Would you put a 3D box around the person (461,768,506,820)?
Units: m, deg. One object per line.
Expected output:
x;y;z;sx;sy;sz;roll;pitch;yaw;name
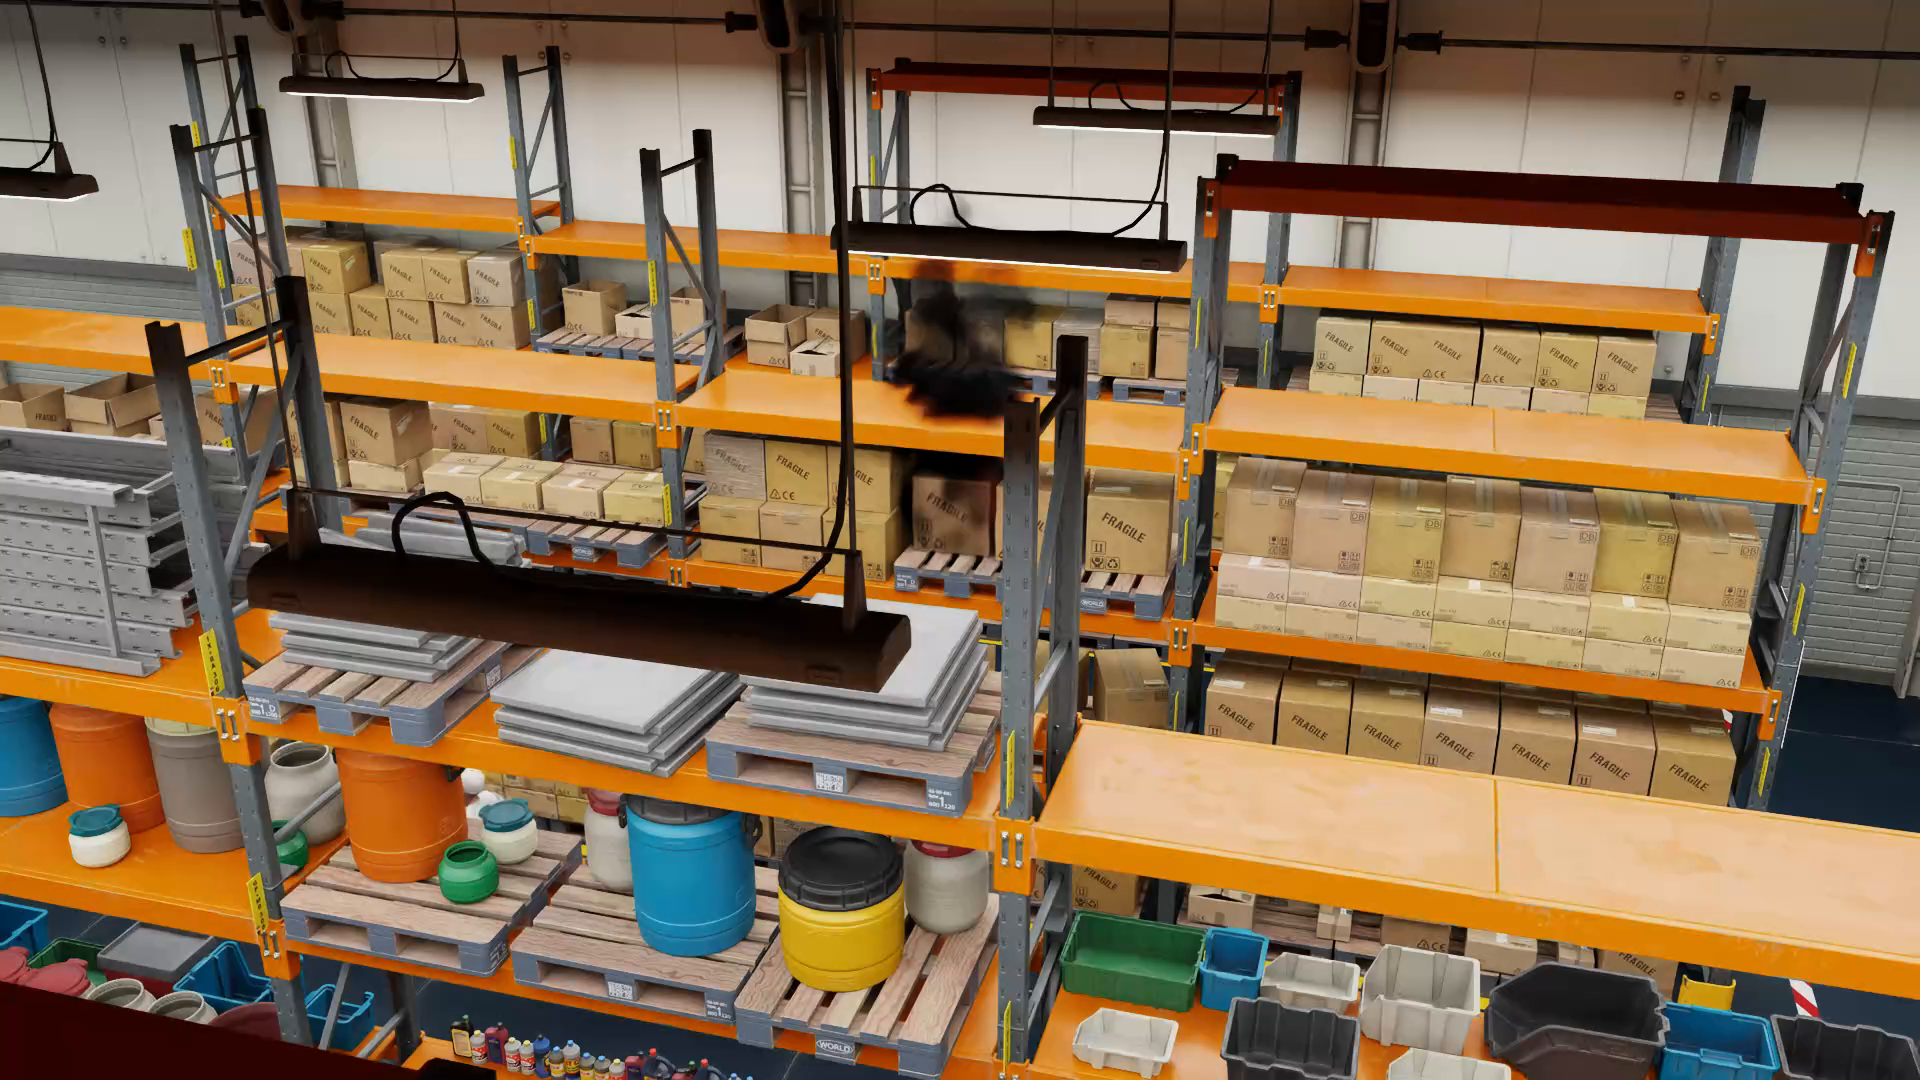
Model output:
-3.494;2.398;11.948;0.806;1.775;0.669;4;23;9;person

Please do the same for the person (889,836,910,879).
-0.427;2.703;11.414;0.666;1.707;0.546;1;23;2;person
